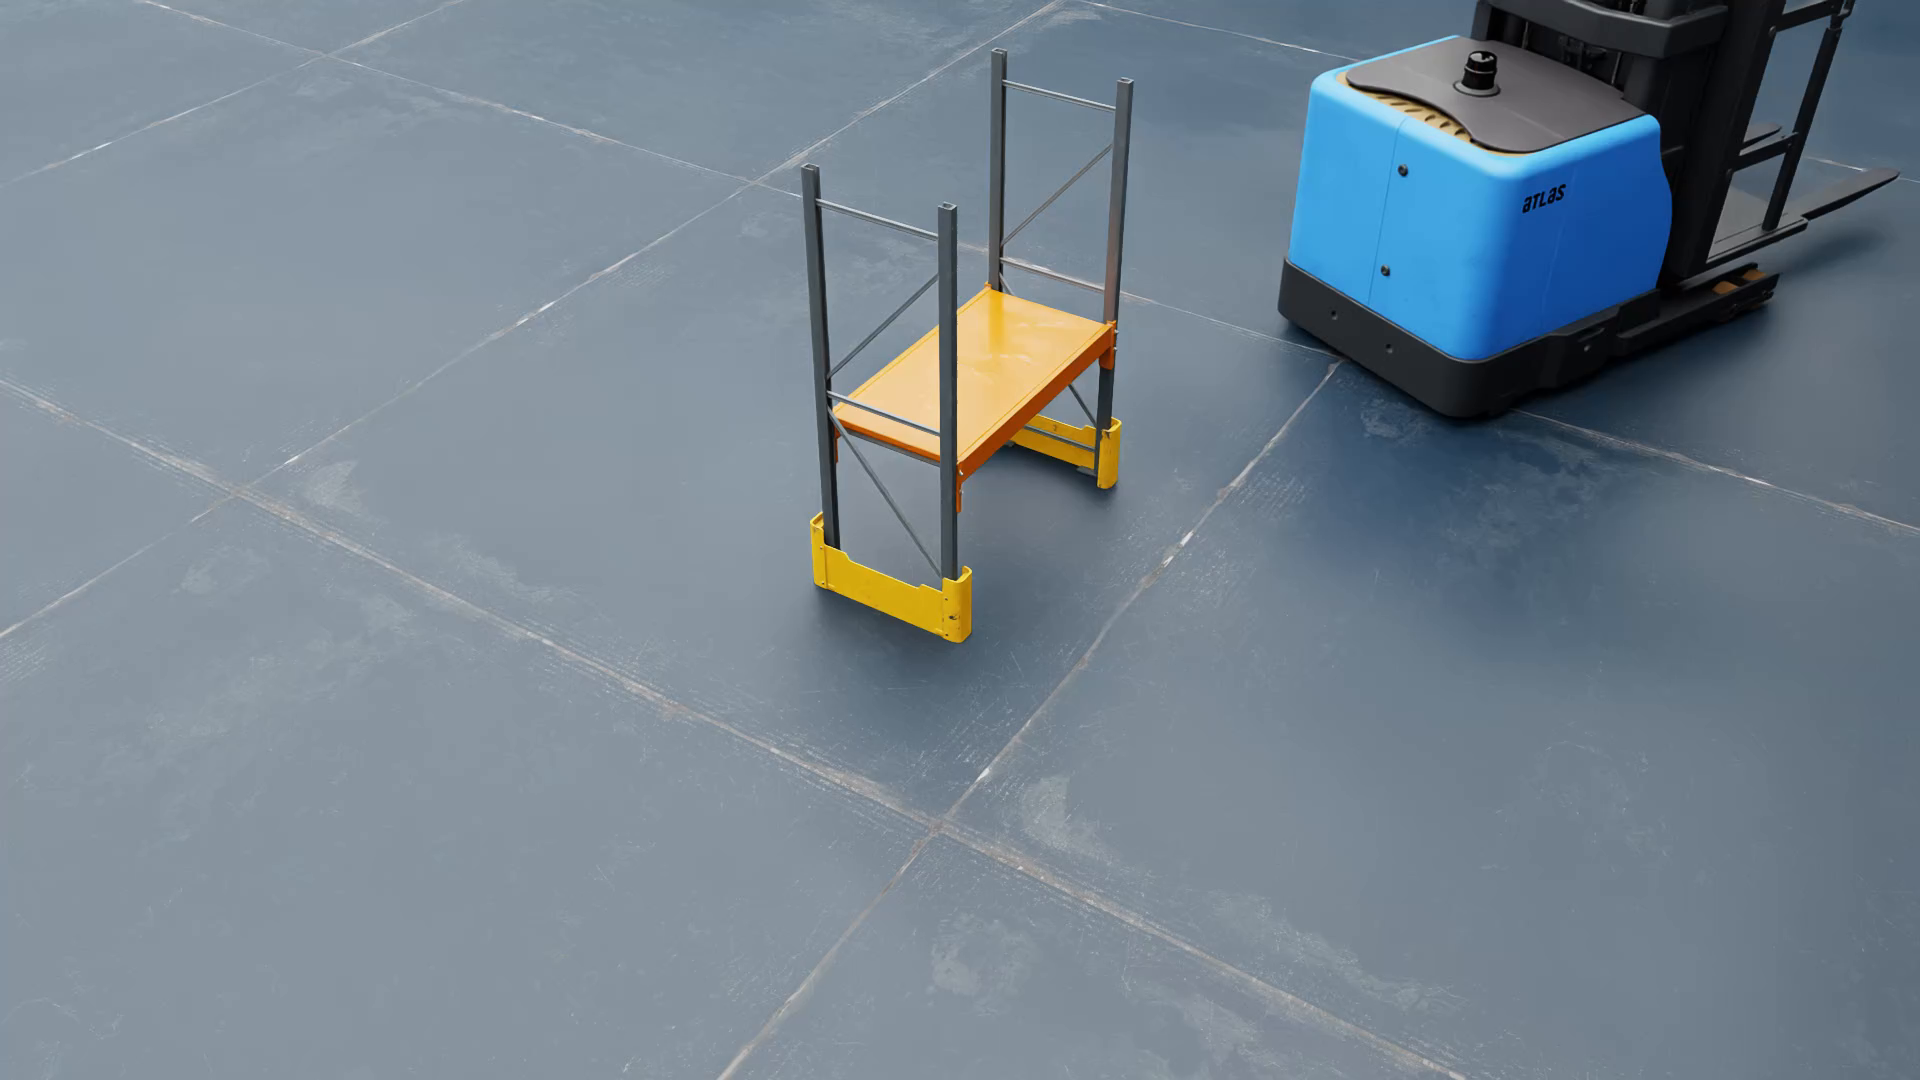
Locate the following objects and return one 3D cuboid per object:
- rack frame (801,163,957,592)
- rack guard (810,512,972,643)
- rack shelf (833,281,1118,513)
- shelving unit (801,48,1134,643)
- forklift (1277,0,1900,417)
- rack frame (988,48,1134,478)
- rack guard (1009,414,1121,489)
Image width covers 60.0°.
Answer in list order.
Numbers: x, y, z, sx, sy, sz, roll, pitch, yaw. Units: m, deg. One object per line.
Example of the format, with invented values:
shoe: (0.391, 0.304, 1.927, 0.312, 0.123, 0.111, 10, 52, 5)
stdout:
rack frame: (-0.227, -0.376, 5.009, 0.500, 1.500, 0.032, 21, 42, 25)
rack guard: (-0.226, 0.118, 5.392, 0.587, 0.250, 0.087, 21, 42, 25)
rack shelf: (0.046, -0.496, 5.459, 0.538, 0.185, 1.000, 21, 42, 25)
shelving unit: (0.041, -0.633, 5.343, 0.587, 1.500, 1.083, 21, 42, 25)
forklift: (2.823, -2.314, 6.352, 3.031, 2.935, 1.130, -22, 43, -26)
rack frame: (0.318, -0.900, 5.689, 0.500, 1.500, 0.032, 21, 42, 25)
rack guard: (0.308, -0.395, 6.058, 0.587, 0.250, 0.087, 21, 42, 25)
